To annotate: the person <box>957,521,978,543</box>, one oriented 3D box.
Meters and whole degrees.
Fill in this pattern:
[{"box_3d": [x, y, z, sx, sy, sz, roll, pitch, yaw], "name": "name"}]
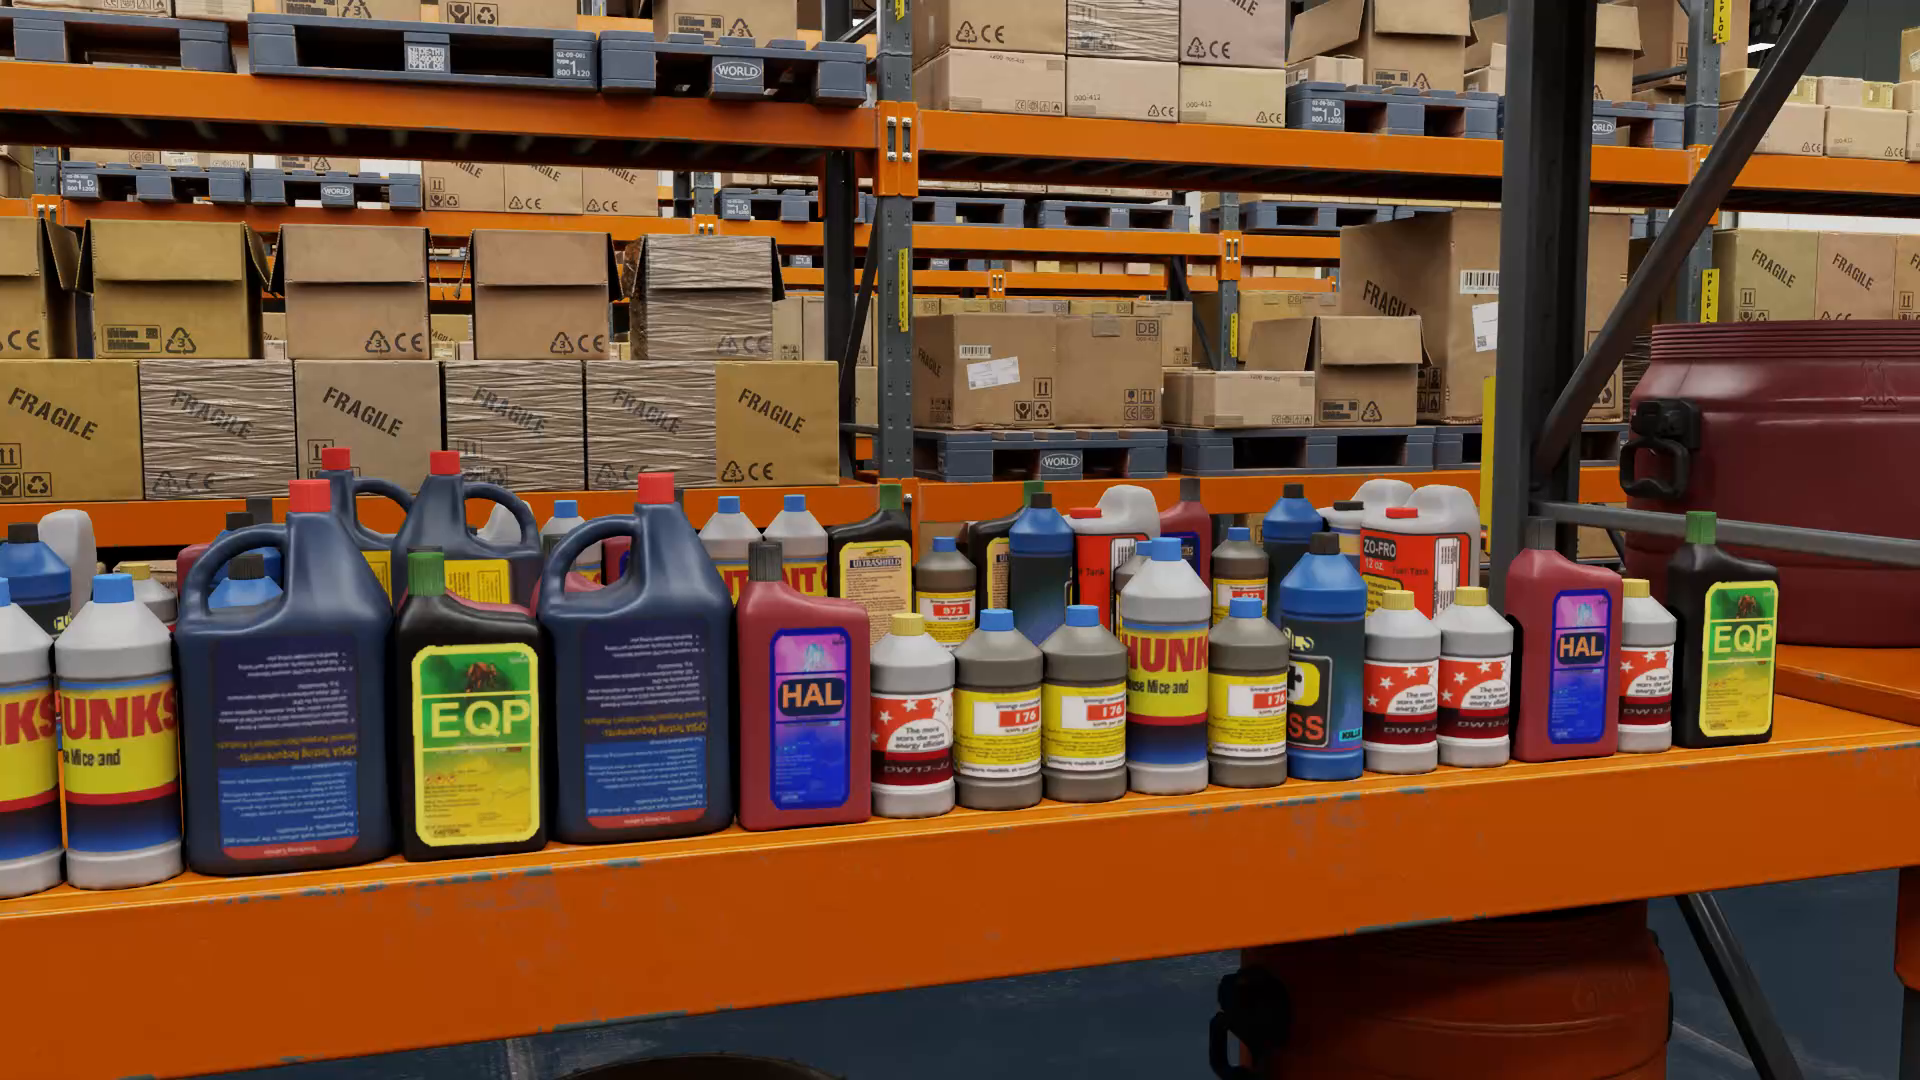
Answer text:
[{"box_3d": [0.252, -0.057, 9.205, 0.588, 1.746, 0.474, 5, 7, 40], "name": "person"}]
